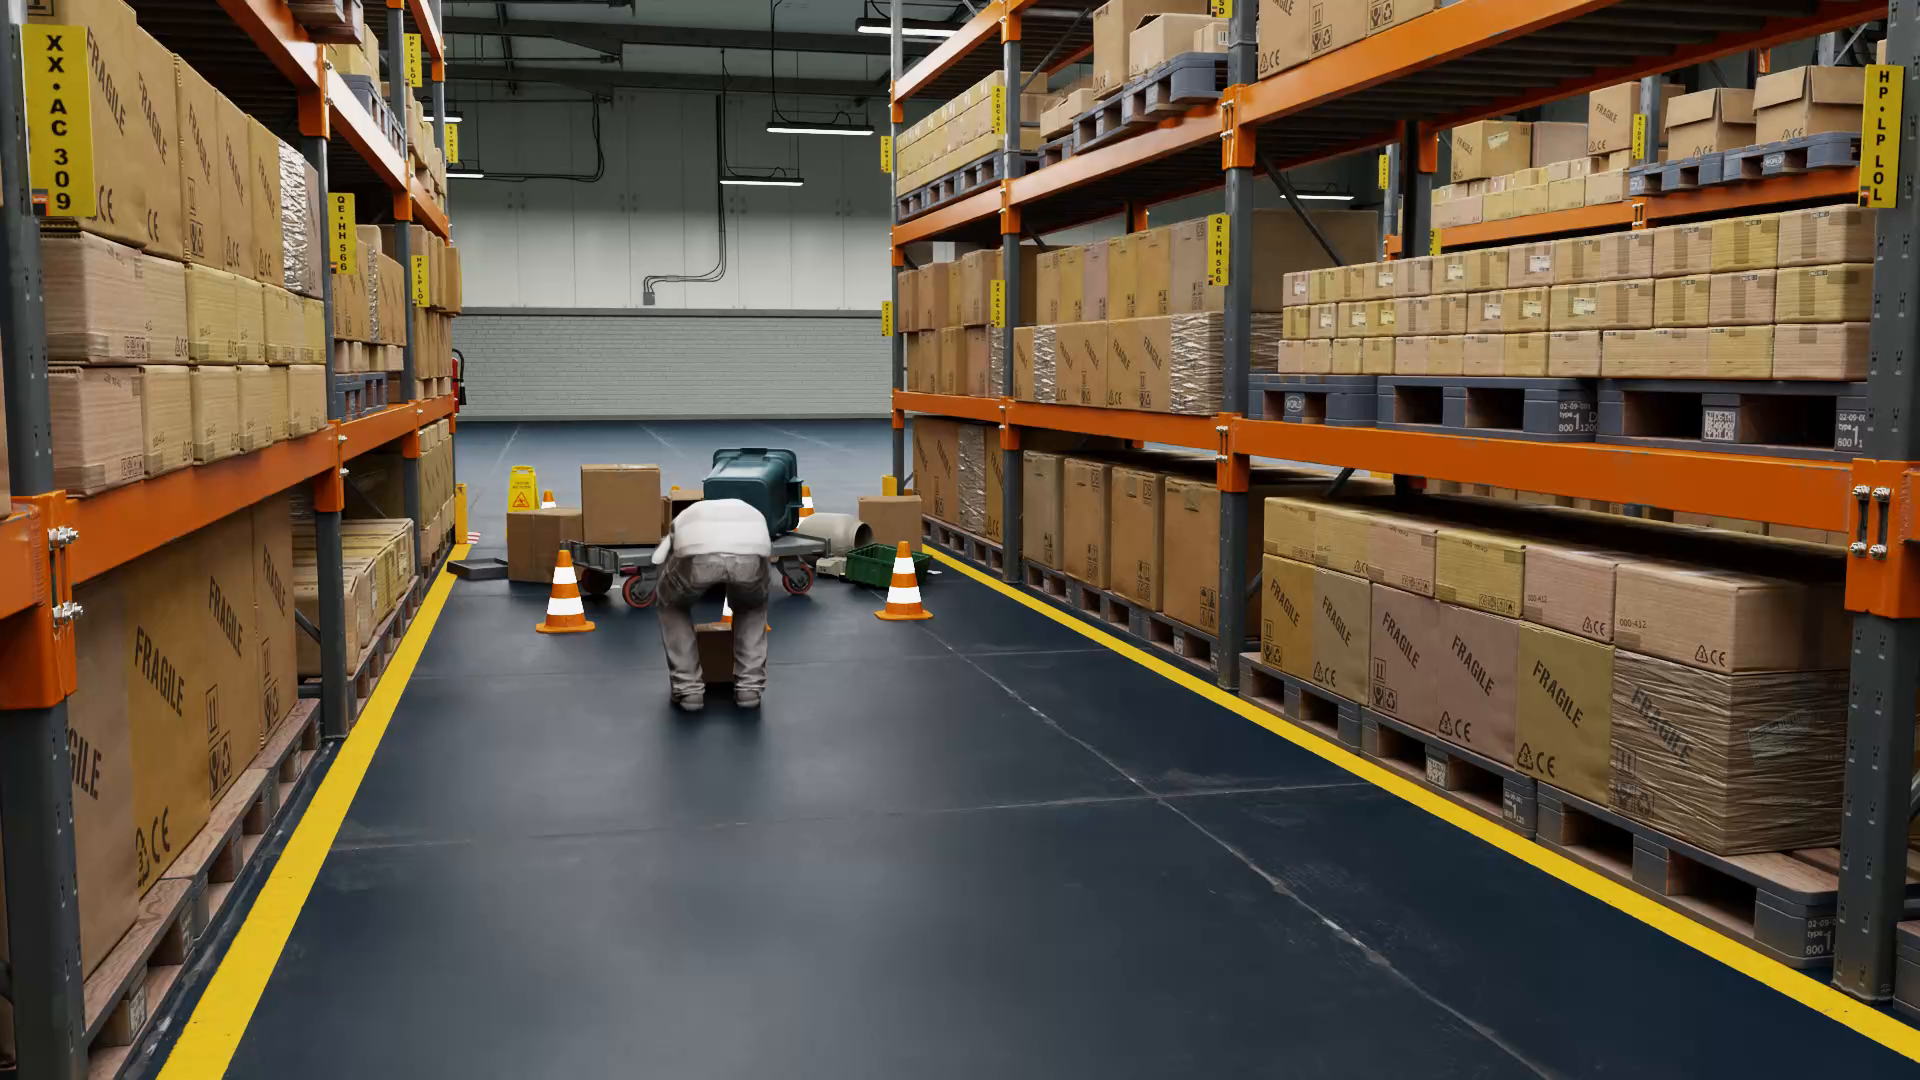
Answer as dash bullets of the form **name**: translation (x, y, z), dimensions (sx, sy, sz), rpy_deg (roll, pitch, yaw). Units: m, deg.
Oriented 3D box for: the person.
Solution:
- **person**: translation (-1.158, 0.267, 7.743), dimensions (0.525, 0.945, 0.982), rpy_deg (-2, 6, -16)
